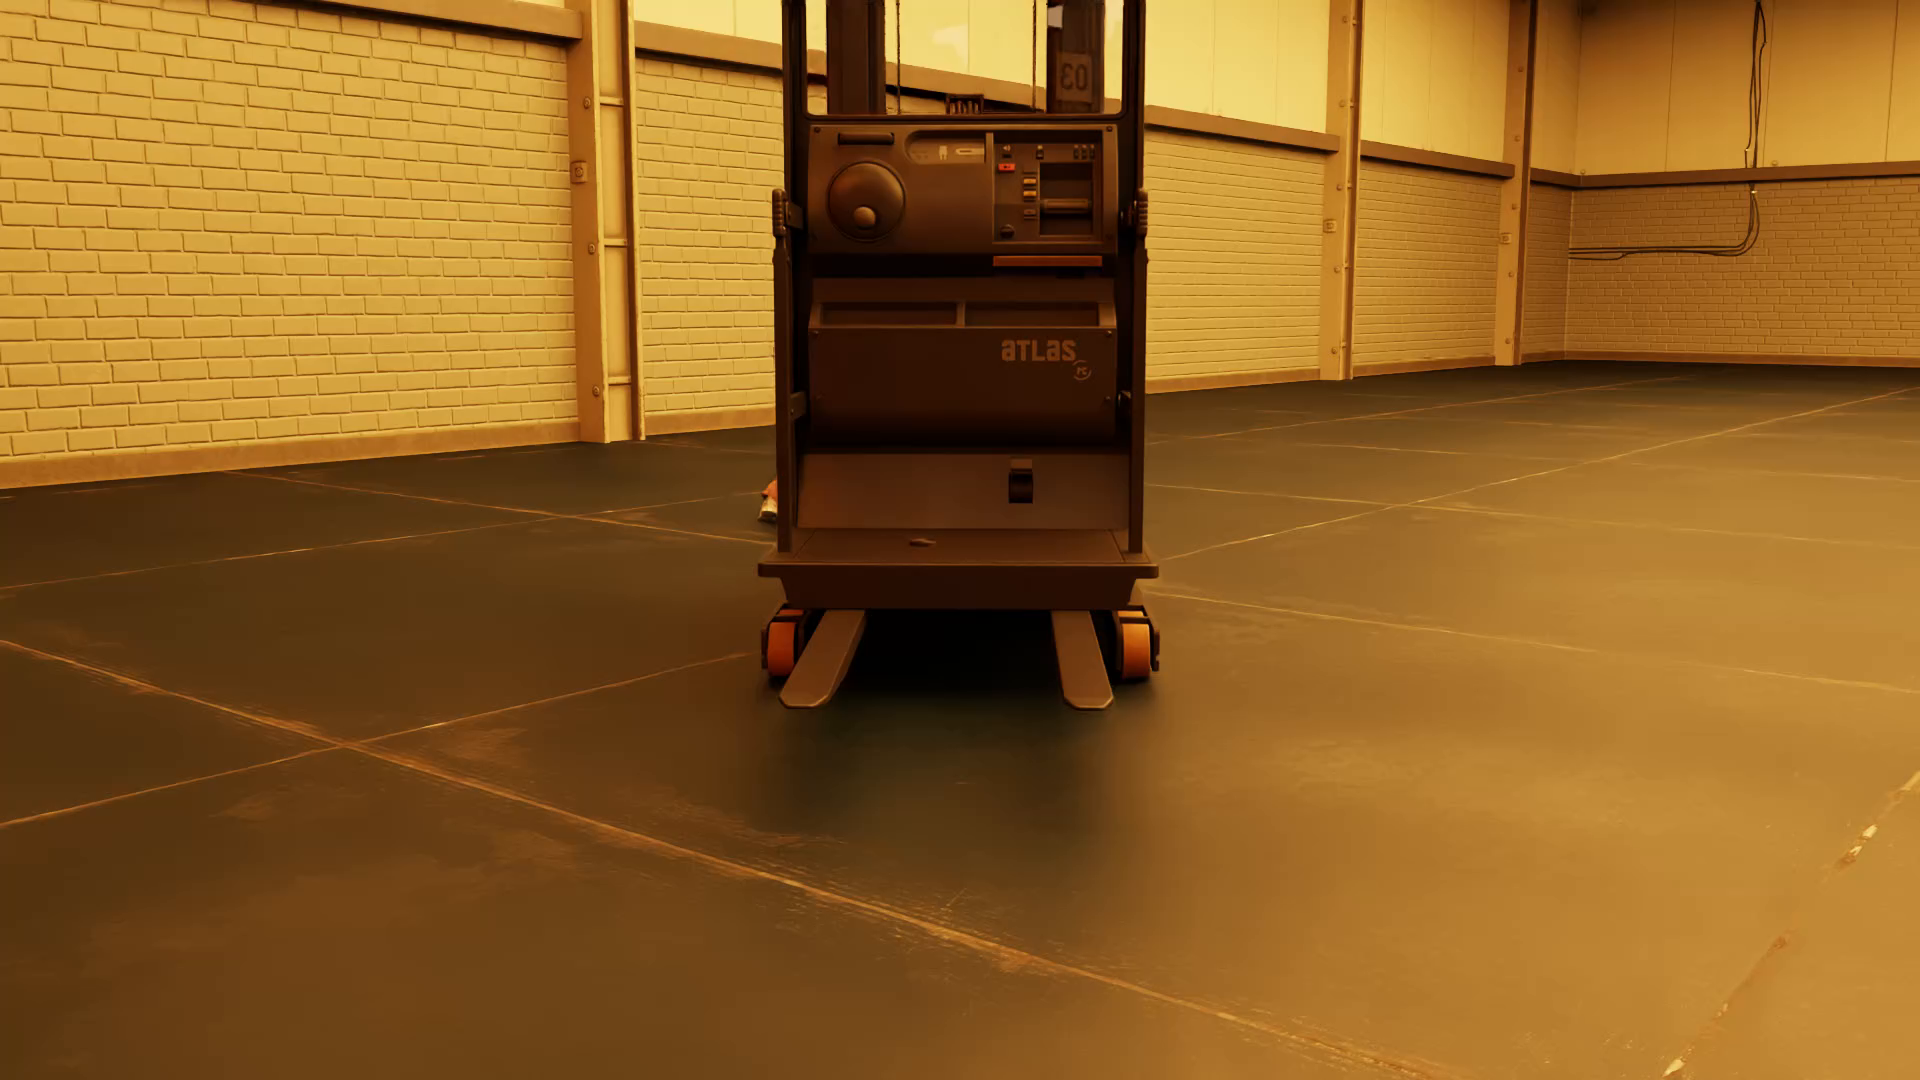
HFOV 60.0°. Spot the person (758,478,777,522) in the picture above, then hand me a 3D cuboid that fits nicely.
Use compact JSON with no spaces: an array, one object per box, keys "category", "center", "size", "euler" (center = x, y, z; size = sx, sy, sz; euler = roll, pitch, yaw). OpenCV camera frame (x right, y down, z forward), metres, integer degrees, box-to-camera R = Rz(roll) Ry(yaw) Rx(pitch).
[{"category":"person","center":[-0.356,-0.798,7.782],"size":[0.962,1.501,1.099],"euler":[-6,10,-36]}]

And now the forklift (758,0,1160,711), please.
[{"category":"forklift","center":[0.006,-1.099,4.794],"size":[1.130,2.935,3.031],"euler":[0,8,1]}]
